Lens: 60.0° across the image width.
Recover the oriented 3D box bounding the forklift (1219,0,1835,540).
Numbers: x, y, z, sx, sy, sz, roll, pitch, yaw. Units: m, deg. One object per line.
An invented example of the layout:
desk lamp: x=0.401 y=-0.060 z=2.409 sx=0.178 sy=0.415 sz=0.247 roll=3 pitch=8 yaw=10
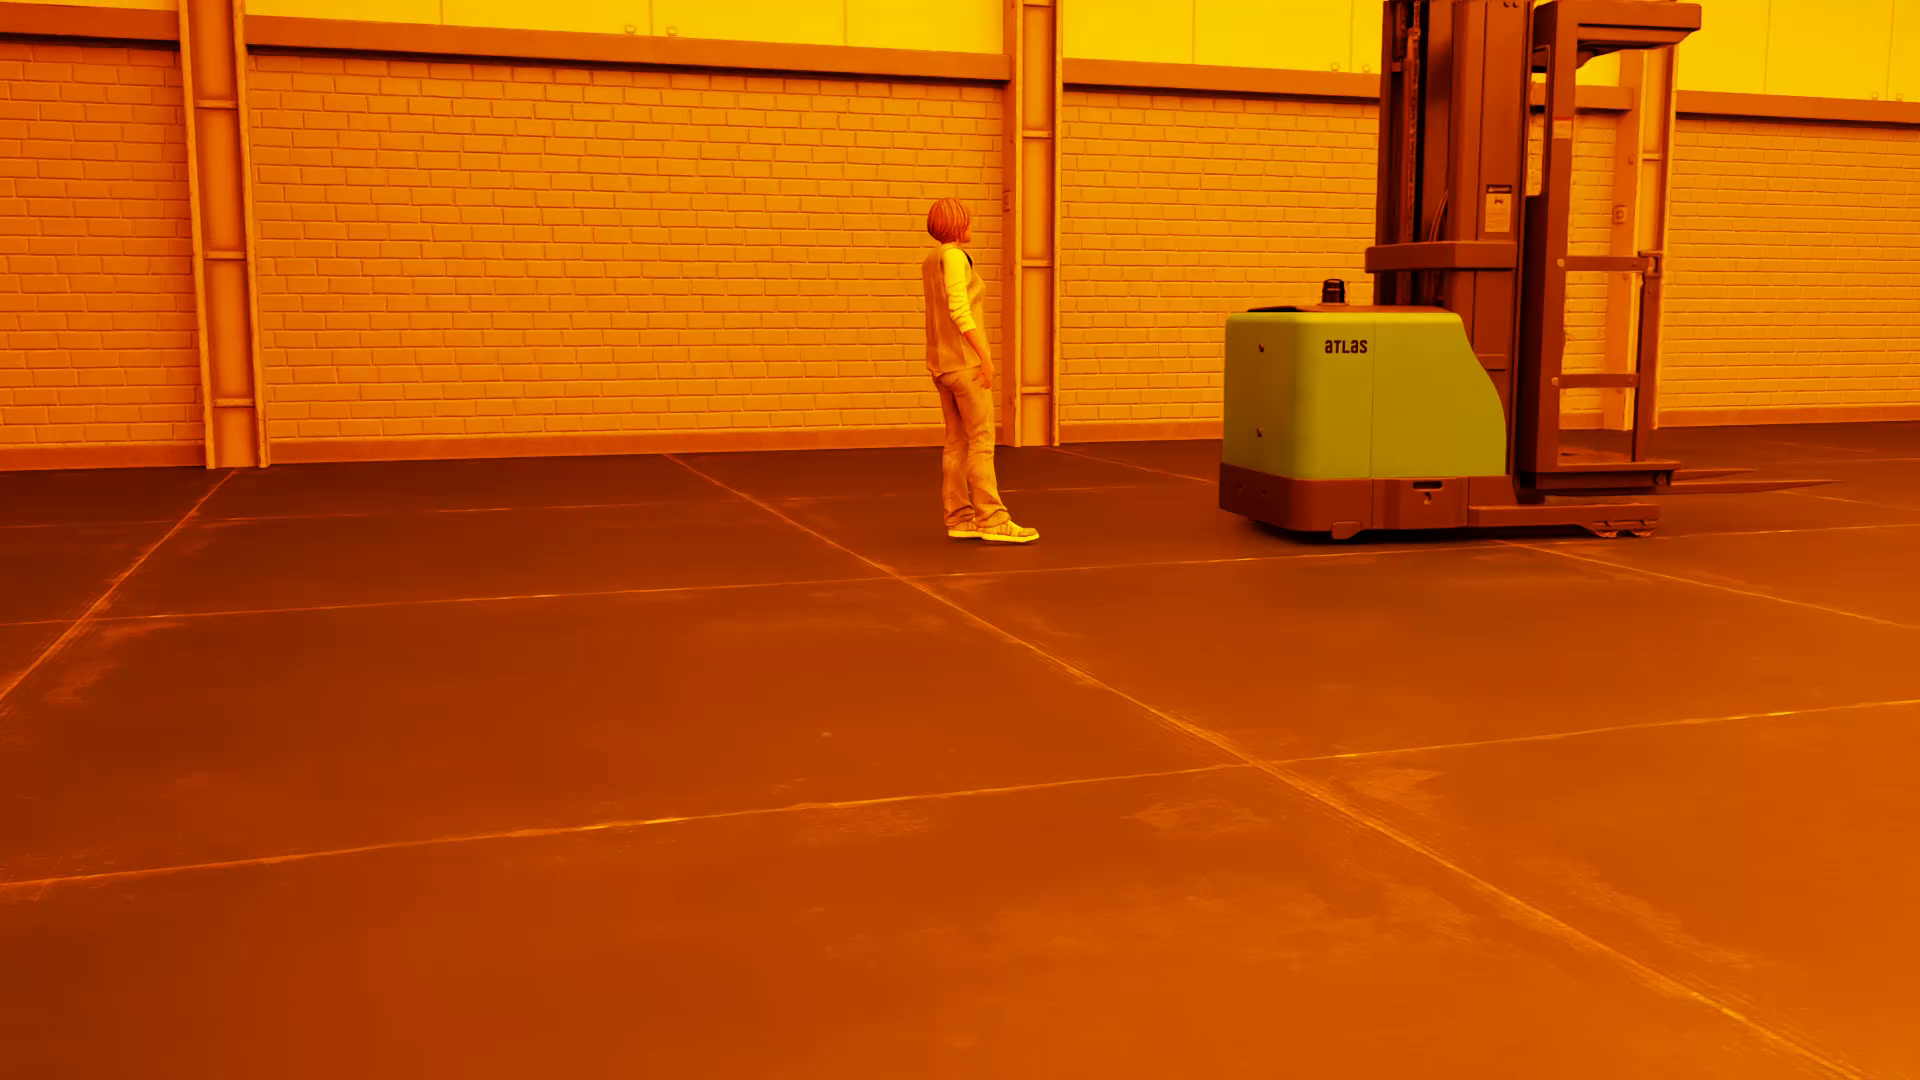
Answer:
forklift: x=2.909 y=-1.530 z=8.299 sx=3.031 sy=2.935 sz=1.130 roll=-2 pitch=8 yaw=-12

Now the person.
person: x=0.075 y=-0.798 z=7.826 sx=0.473 sy=1.595 sz=0.520 roll=-3 pitch=8 yaw=-18
